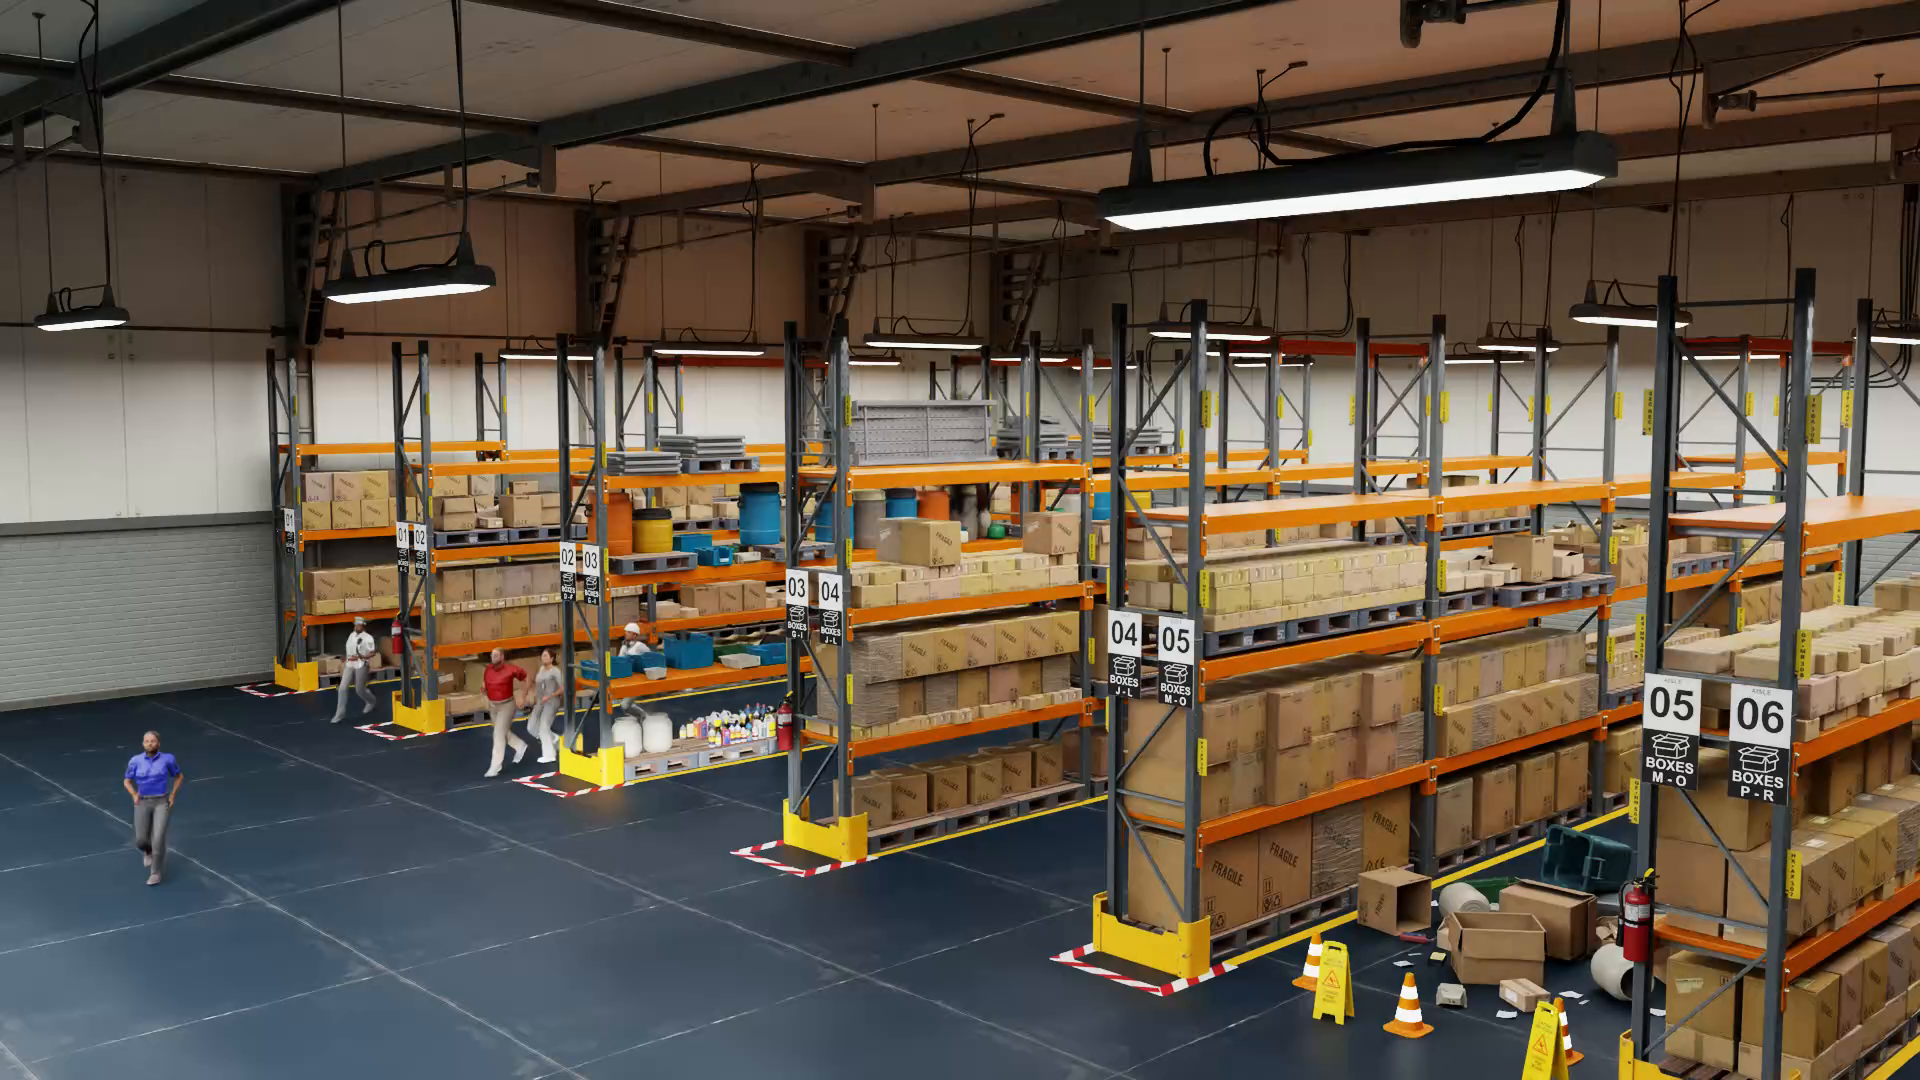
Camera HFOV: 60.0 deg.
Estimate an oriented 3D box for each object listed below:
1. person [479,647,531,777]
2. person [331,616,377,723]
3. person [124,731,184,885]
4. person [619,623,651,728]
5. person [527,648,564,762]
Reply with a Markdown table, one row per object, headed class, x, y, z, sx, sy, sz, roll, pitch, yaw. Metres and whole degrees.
| class | x | y | z | sx | sy | sz | roll | pitch | yaw |
| --- | --- | --- | --- | --- | --- | --- | --- | --- | --- |
| person | -6.308 | 2.342 | 22.963 | 0.692 | 1.763 | 0.907 | 3 | 6 | 27 |
| person | -9.580 | 2.035 | 26.516 | 0.628 | 1.677 | 0.895 | 2 | 5 | 18 |
| person | -8.596 | 2.826 | 17.748 | 0.572 | 1.612 | 0.618 | -2 | 5 | -20 |
| person | -4.988 | 2.120 | 25.122 | 0.634 | 1.727 | 0.564 | 4 | 6 | 40 |
| person | -5.819 | 2.328 | 23.476 | 0.562 | 1.621 | 0.570 | 3 | 6 | 33 |
